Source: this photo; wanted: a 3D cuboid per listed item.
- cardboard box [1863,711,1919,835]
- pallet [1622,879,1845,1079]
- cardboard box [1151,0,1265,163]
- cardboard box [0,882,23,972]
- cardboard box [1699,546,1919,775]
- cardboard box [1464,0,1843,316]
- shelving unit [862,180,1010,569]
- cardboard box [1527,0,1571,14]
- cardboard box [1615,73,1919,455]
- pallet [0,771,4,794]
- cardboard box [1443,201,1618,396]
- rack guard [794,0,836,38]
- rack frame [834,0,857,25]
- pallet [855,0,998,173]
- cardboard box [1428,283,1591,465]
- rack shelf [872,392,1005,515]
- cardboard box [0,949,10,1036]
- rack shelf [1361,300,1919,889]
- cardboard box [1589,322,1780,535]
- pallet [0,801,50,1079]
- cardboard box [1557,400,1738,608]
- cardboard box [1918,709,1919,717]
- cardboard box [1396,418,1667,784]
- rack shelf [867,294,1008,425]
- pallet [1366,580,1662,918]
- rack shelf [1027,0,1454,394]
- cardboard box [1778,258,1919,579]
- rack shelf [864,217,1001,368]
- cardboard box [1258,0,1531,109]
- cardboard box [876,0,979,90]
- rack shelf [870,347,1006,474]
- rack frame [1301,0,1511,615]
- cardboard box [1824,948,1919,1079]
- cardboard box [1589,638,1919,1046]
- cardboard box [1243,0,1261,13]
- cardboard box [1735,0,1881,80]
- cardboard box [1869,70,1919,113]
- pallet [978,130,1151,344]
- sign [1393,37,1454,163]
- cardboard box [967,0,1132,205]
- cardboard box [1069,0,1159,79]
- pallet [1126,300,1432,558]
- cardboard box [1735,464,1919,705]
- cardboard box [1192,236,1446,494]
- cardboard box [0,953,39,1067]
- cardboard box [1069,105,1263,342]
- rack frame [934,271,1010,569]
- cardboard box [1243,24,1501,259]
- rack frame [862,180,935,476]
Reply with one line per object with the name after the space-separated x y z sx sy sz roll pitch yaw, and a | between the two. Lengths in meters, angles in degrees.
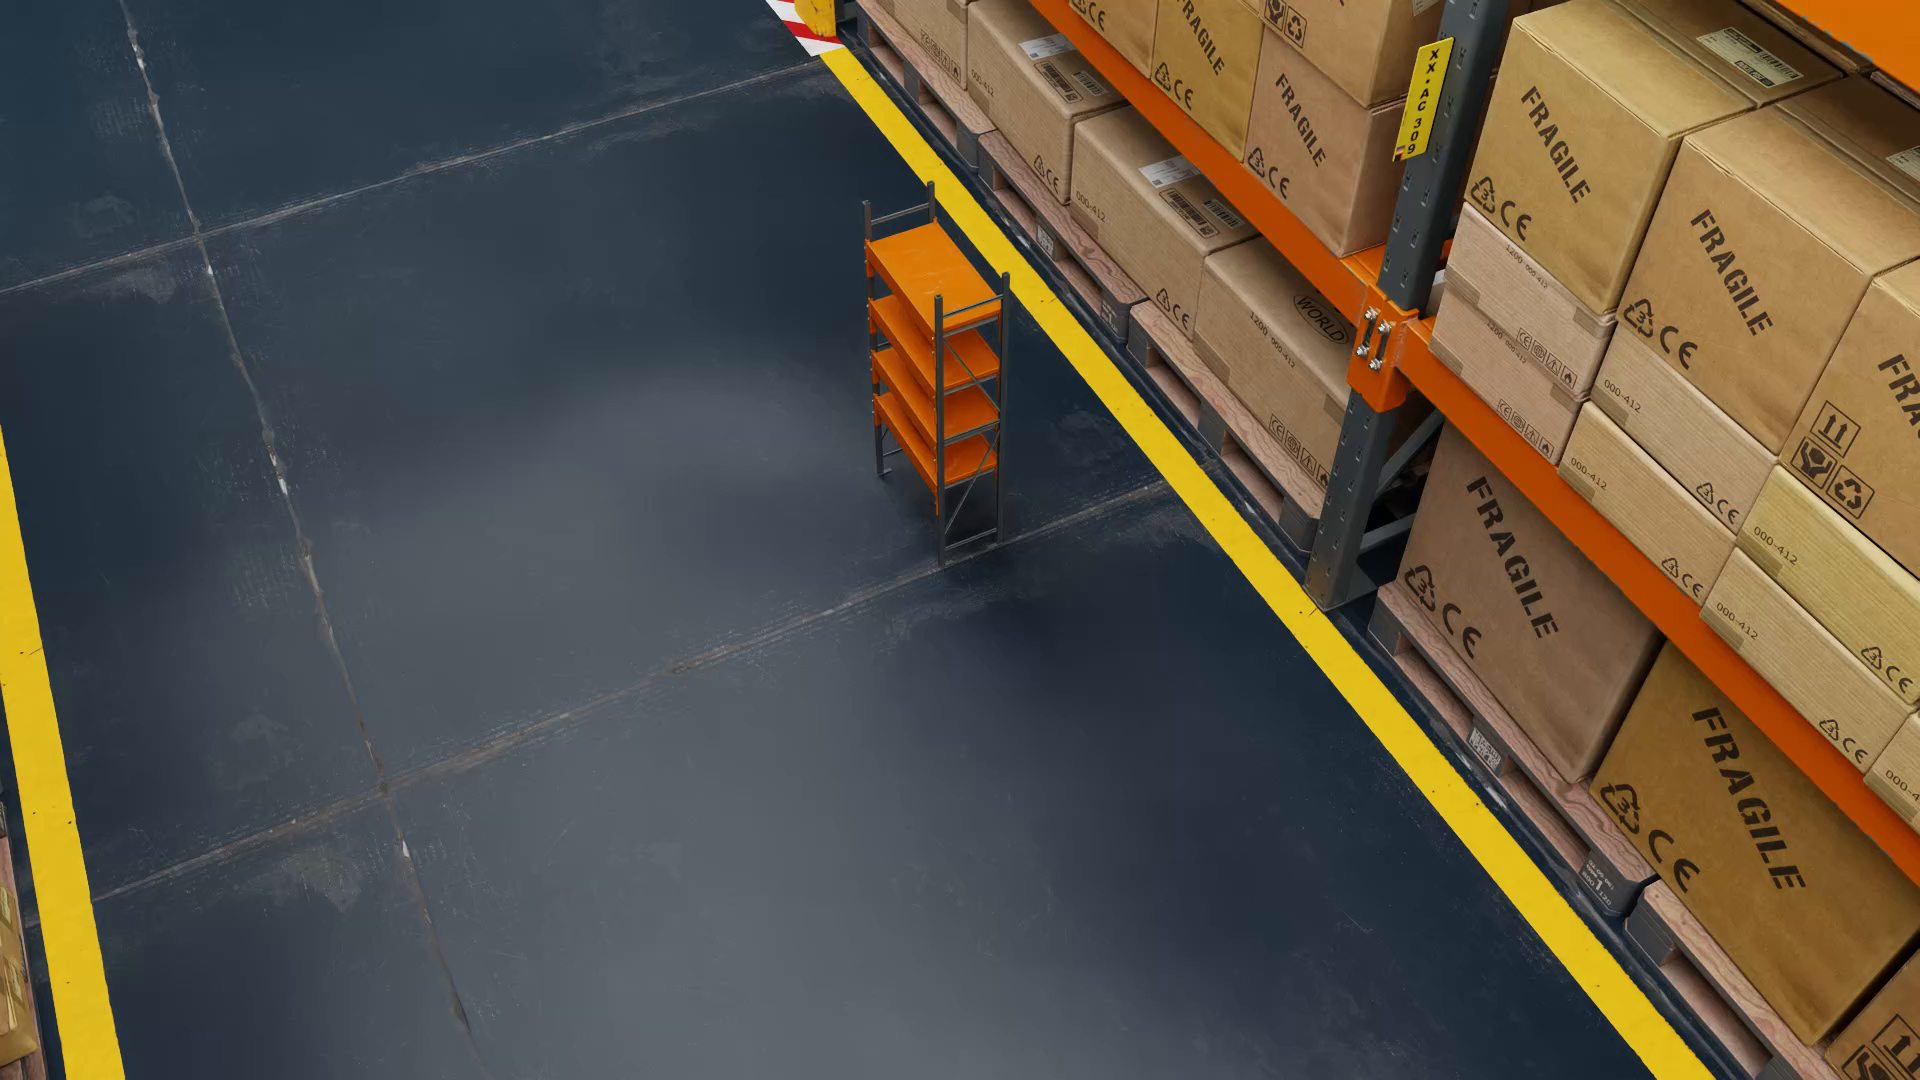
2.270 0.513 3.408 0.500 0.250 0.500 -22 52 -18 | cardboard box
2.606 1.273 4.497 1.003 0.211 1.213 -21 52 -18 | pallet
0.944 -1.551 5.048 0.500 0.500 0.500 -22 52 -18 | cardboard box
-2.734 1.087 4.422 0.380 0.149 0.250 -20 52 -16 | cardboard box
2.049 0.176 3.703 0.500 0.250 0.500 -22 52 -18 | cardboard box
1.570 -0.922 3.833 0.500 0.500 0.500 -21 52 -17 | cardboard box
-0.076 -0.506 5.395 0.258 1.200 0.503 -21 52 -18 | shelving unit
1.621 -1.718 4.529 0.500 0.500 0.500 -21 52 -17 | cardboard box
1.827 -0.591 3.544 0.500 0.500 0.500 -21 52 -18 | cardboard box
-3.632 0.482 5.188 1.003 0.211 1.213 -21 52 -18 | pallet
1.574 -0.677 4.117 0.500 0.250 0.500 -23 53 -19 | cardboard box
-0.218 -2.824 7.888 1.175 0.500 0.348 -21 52 -18 | rack guard
-0.207 -3.631 6.933 1.000 3.000 0.127 -21 52 -18 | rack frame
0.229 -2.204 7.538 1.003 0.211 1.213 -21 52 -18 | pallet
1.590 -0.519 4.311 0.500 0.250 0.500 -22 52 -18 | cardboard box
-0.076 -0.331 5.595 0.258 0.148 0.480 -21 52 -18 | rack shelf
-2.613 1.169 4.152 0.380 0.149 0.250 -19 51 -16 | cardboard box
2.539 0.622 3.691 1.077 0.370 4.000 -21 52 -18 | rack shelf
1.838 -0.338 3.820 0.500 0.250 0.500 -20 52 -17 | cardboard box
-3.070 1.300 4.473 1.003 0.211 1.213 -21 52 -18 | pallet
1.829 -0.173 4.008 0.500 0.250 0.500 -22 52 -18 | cardboard box
2.278 0.347 3.221 0.500 0.250 0.500 -23 53 -19 | cardboard box
1.979 -0.005 4.894 0.875 0.875 0.875 -20 52 -16 | cardboard box
-0.076 -0.609 5.278 0.258 0.148 0.480 -21 52 -18 | rack shelf
2.044 0.455 5.212 1.003 0.211 1.213 -21 52 -18 | pallet
0.709 -2.055 6.033 1.077 0.370 4.000 -21 52 -18 | rack shelf
2.054 -0.255 3.249 0.500 0.500 0.500 -22 52 -18 | cardboard box
-0.076 -0.764 5.099 0.258 0.148 0.480 -21 52 -18 | rack shelf
1.162 -1.536 4.370 0.500 0.500 0.500 -22 52 -18 | cardboard box
0.184 -2.518 7.383 0.875 0.438 0.875 -23 53 -19 | cardboard box
-0.076 -0.462 5.446 0.258 0.148 0.480 -21 52 -18 | rack shelf
1.624 -0.954 4.591 1.000 3.000 0.127 -21 52 -18 | rack frame
2.808 1.196 3.844 0.875 0.875 0.875 -21 52 -17 | cardboard box
2.399 0.597 4.368 0.875 0.875 0.875 -20 52 -16 | cardboard box
0.937 -1.879 4.670 0.500 0.500 0.500 -22 52 -18 | cardboard box
2.052 -1.103 3.991 0.500 0.500 0.500 -20 52 -16 | cardboard box
2.295 -0.759 3.691 0.500 0.500 0.500 -20 52 -17 | cardboard box
0.783 -1.389 6.825 1.003 0.211 1.213 -21 52 -18 | pallet
1.131 -1.072 4.067 0.100 0.325 0.005 -21 52 -18 | sign
0.611 -1.909 6.850 0.875 0.438 0.875 -20 52 -17 | cardboard box
0.701 -1.883 5.337 0.500 0.500 0.500 -22 52 -18 | cardboard box
1.345 -0.571 6.110 1.003 0.211 1.213 -21 52 -18 | pallet
2.045 0.009 3.517 0.500 0.250 0.500 -21 52 -17 | cardboard box
1.432 -0.705 5.797 0.875 0.438 0.875 -22 52 -18 | cardboard box
-2.612 1.265 4.266 0.380 0.149 0.250 -23 53 -19 | cardboard box
1.022 -1.304 6.321 0.875 0.438 0.875 -23 53 -19 | cardboard box
0.036 -0.342 5.252 0.240 1.200 0.015 -21 52 -18 | rack frame
1.184 -1.209 4.748 0.500 0.500 0.500 -21 52 -17 | cardboard box
-0.187 -0.669 5.538 0.240 1.200 0.015 -21 52 -18 | rack frame
